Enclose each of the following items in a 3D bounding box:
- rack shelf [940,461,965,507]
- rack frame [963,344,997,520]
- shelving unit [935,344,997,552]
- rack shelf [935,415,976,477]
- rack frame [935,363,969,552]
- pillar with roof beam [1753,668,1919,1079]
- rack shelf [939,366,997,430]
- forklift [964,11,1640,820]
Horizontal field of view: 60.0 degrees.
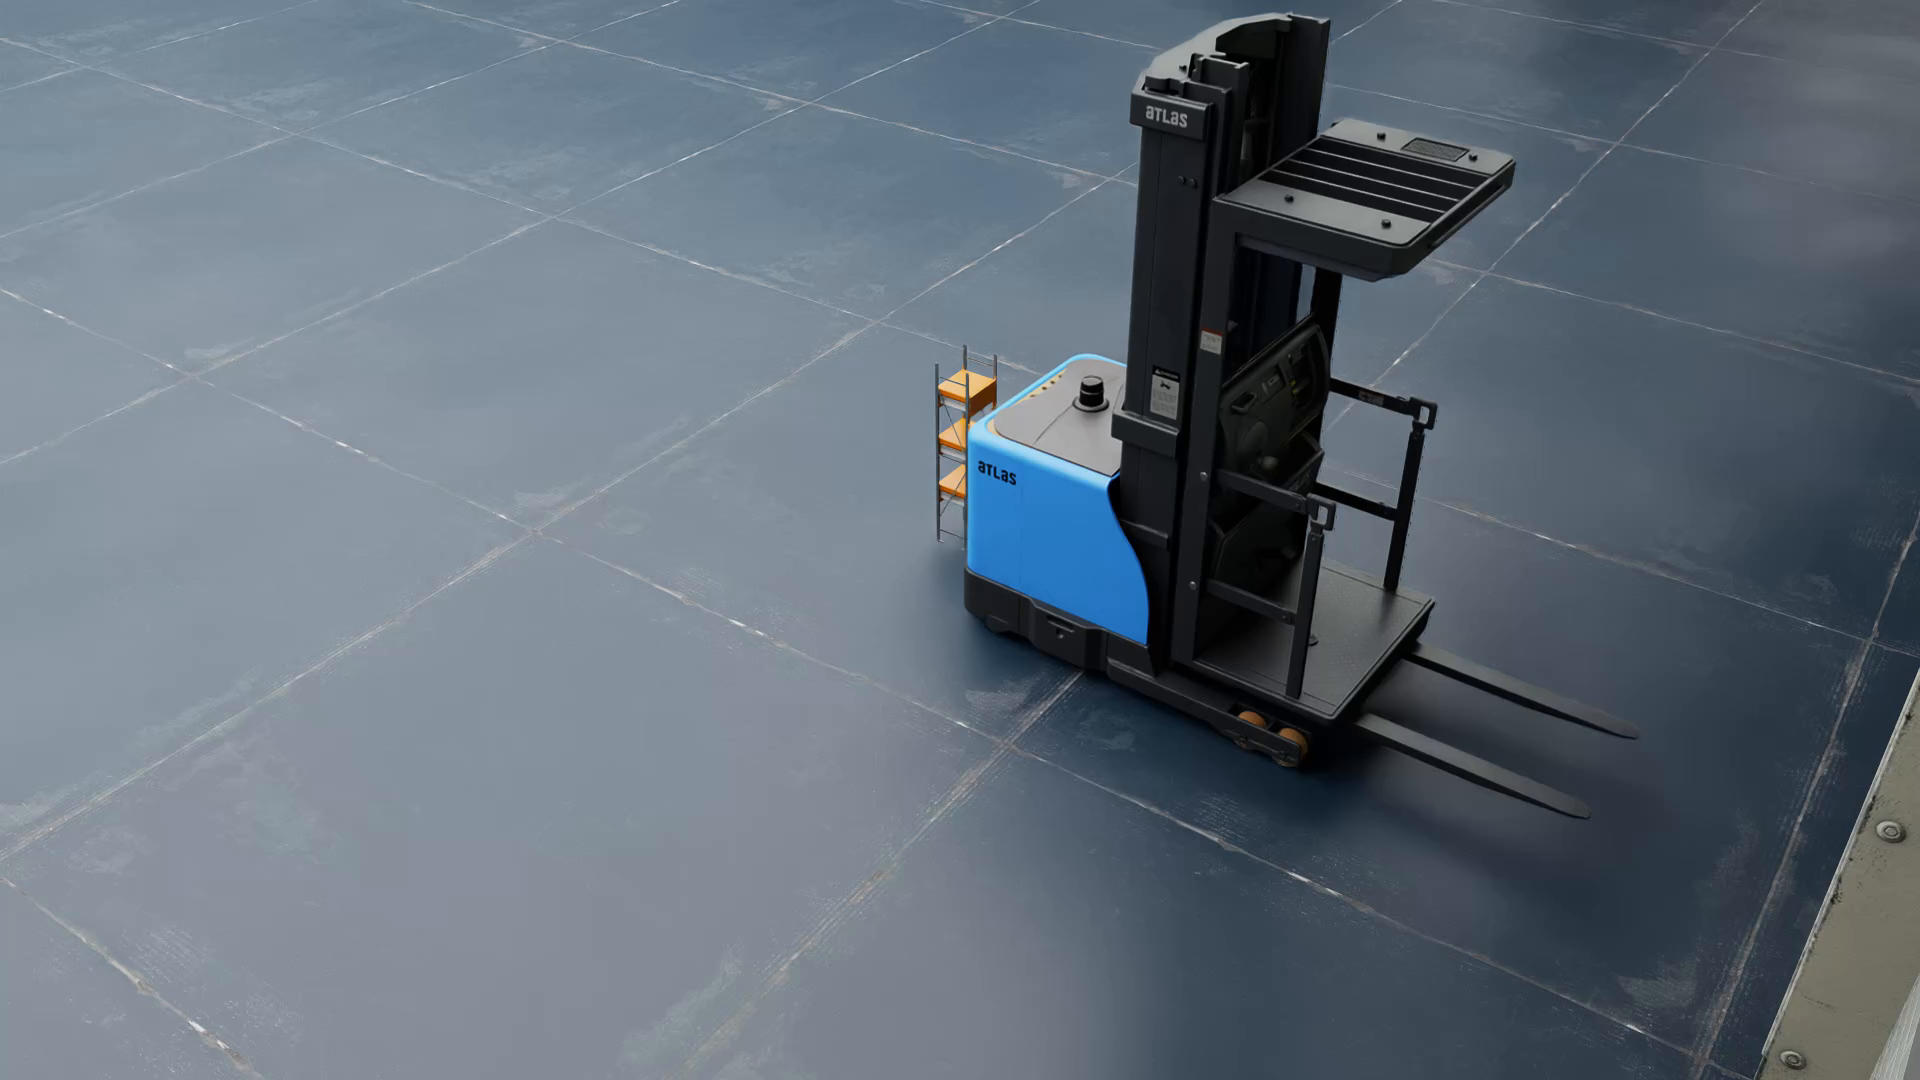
[{"bbox_3d":[0.031,-0.221,8.654,0.215,0.259,0.240,21,39,28],"label":"rack shelf"},{"bbox_3d":[0.100,-0.516,8.575,0.200,1.050,0.008,21,39,28],"label":"rack frame"},{"bbox_3d":[0.031,-0.460,8.492,0.215,1.050,0.252,21,39,28],"label":"shelving unit"},{"bbox_3d":[0.031,-0.451,8.498,0.215,0.259,0.240,21,39,28],"label":"rack shelf"},{"bbox_3d":[-0.039,-0.403,8.409,0.200,1.050,0.008,21,39,28],"label":"rack frame"},{"bbox_3d":[-0.599,-3.131,5.346,9.100,9.000,0.400,21,39,28],"label":"pillar with roof beam"},{"bbox_3d":[0.031,-0.686,8.339,0.215,0.259,0.240,21,39,28],"label":"rack shelf"},{"bbox_3d":[1.507,-0.560,6.962,3.031,2.935,1.130,22,40,29],"label":"forklift"}]
